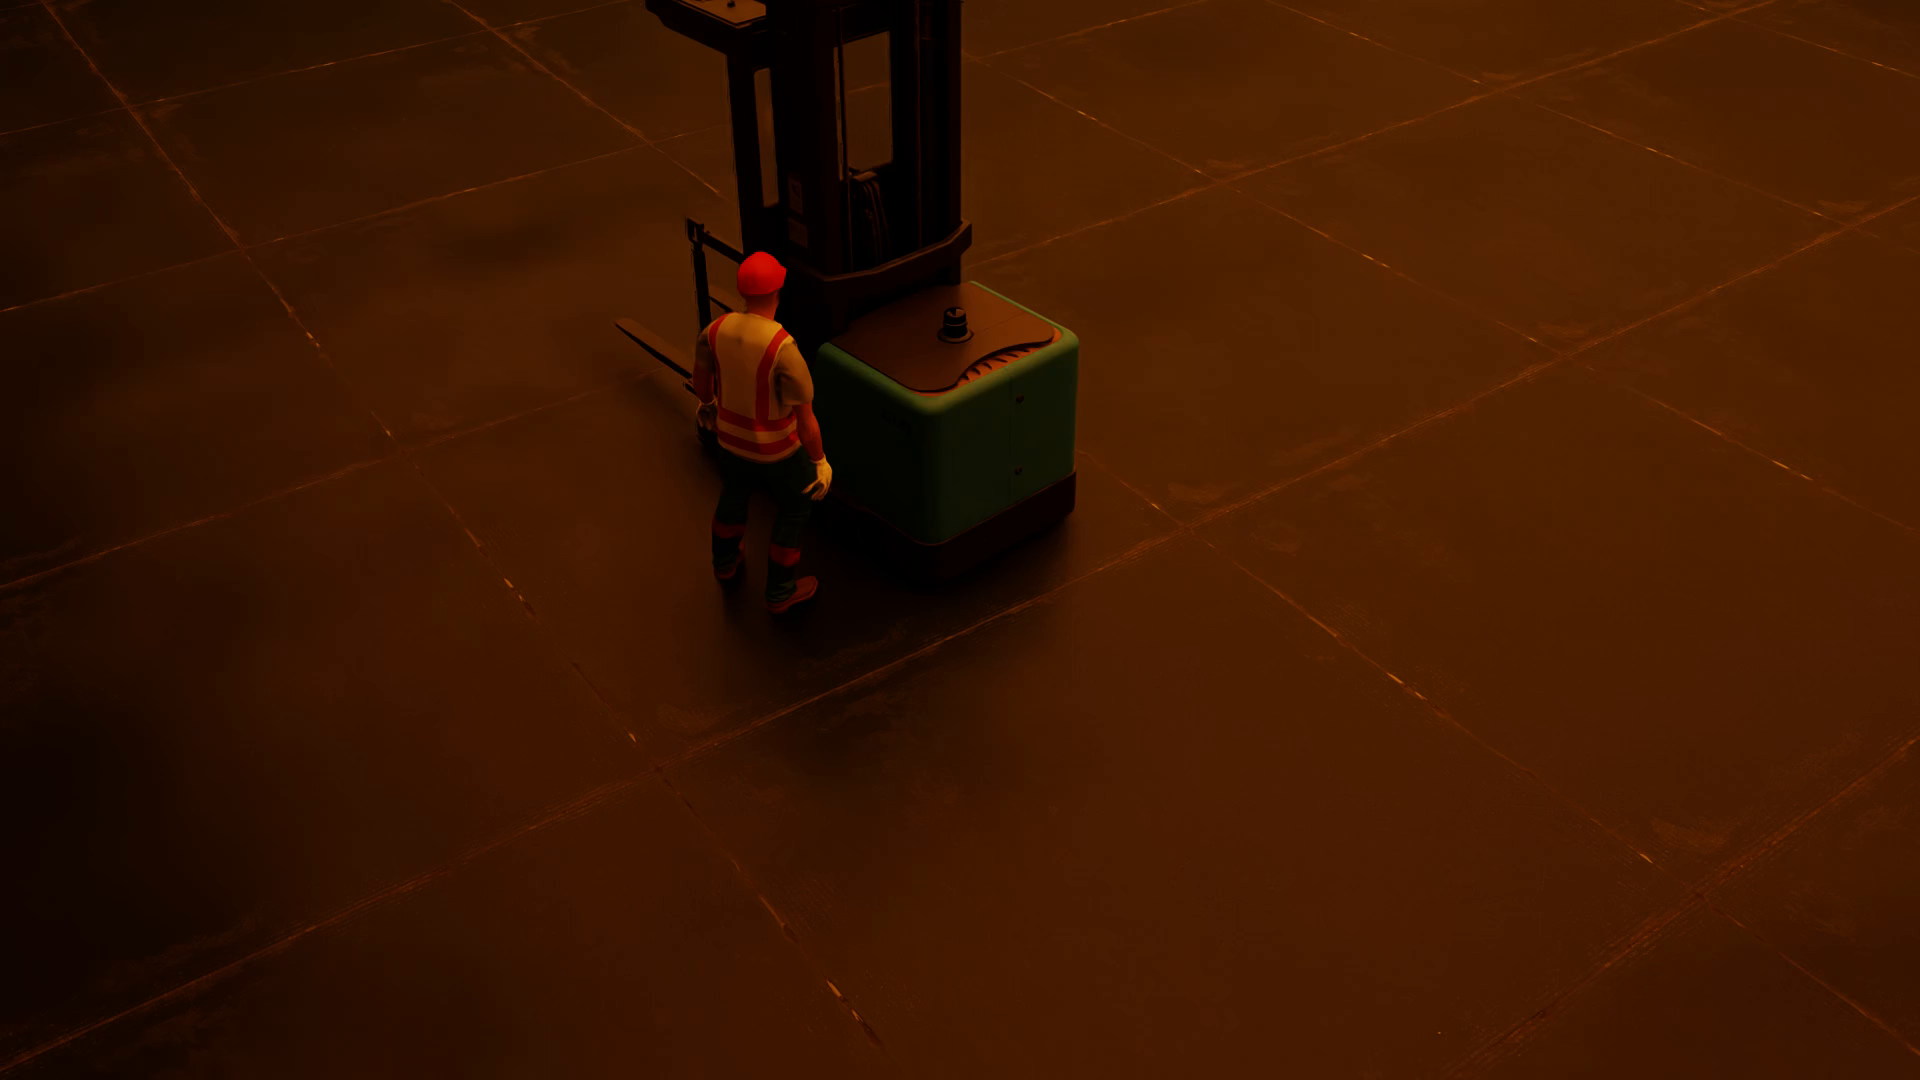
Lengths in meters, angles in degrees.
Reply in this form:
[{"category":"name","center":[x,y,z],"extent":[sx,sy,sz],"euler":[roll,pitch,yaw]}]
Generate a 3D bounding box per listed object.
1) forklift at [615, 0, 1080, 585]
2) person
[{"category":"forklift","center":[-0.771,-1.753,8.316],"extent":[1.130,2.935,3.031],"euler":[-28,45,-33]},{"category":"person","center":[-0.882,-0.477,7.513],"extent":[0.805,1.756,0.413],"euler":[20,41,24]}]
